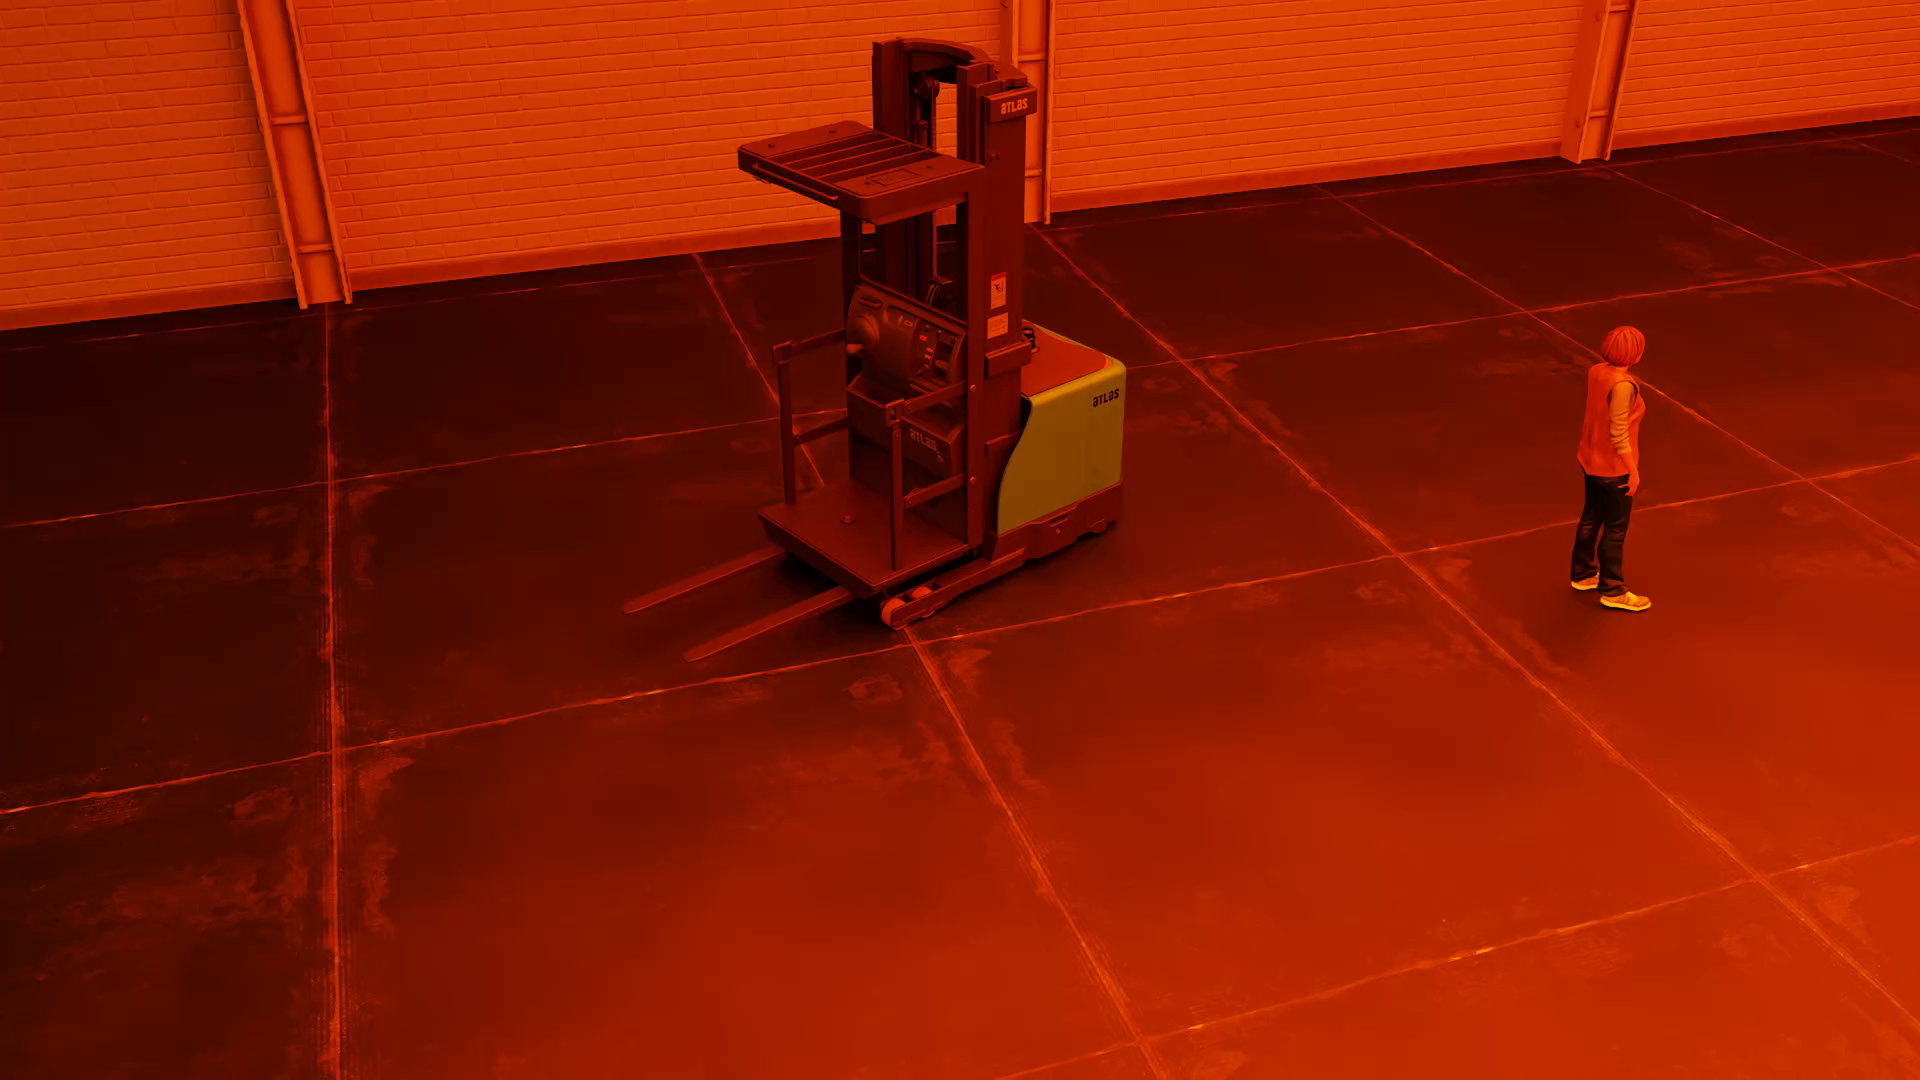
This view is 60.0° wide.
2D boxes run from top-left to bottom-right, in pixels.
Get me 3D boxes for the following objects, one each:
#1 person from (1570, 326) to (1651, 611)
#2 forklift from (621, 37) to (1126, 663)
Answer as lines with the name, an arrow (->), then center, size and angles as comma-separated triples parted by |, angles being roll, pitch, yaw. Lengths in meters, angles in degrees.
person -> 3.631, -0.412, 9.129 | 0.472, 1.599, 0.517 | -1, 30, -2
forklift -> -0.461, -1.072, 8.951 | 3.031, 2.935, 1.130 | -23, 37, -34
